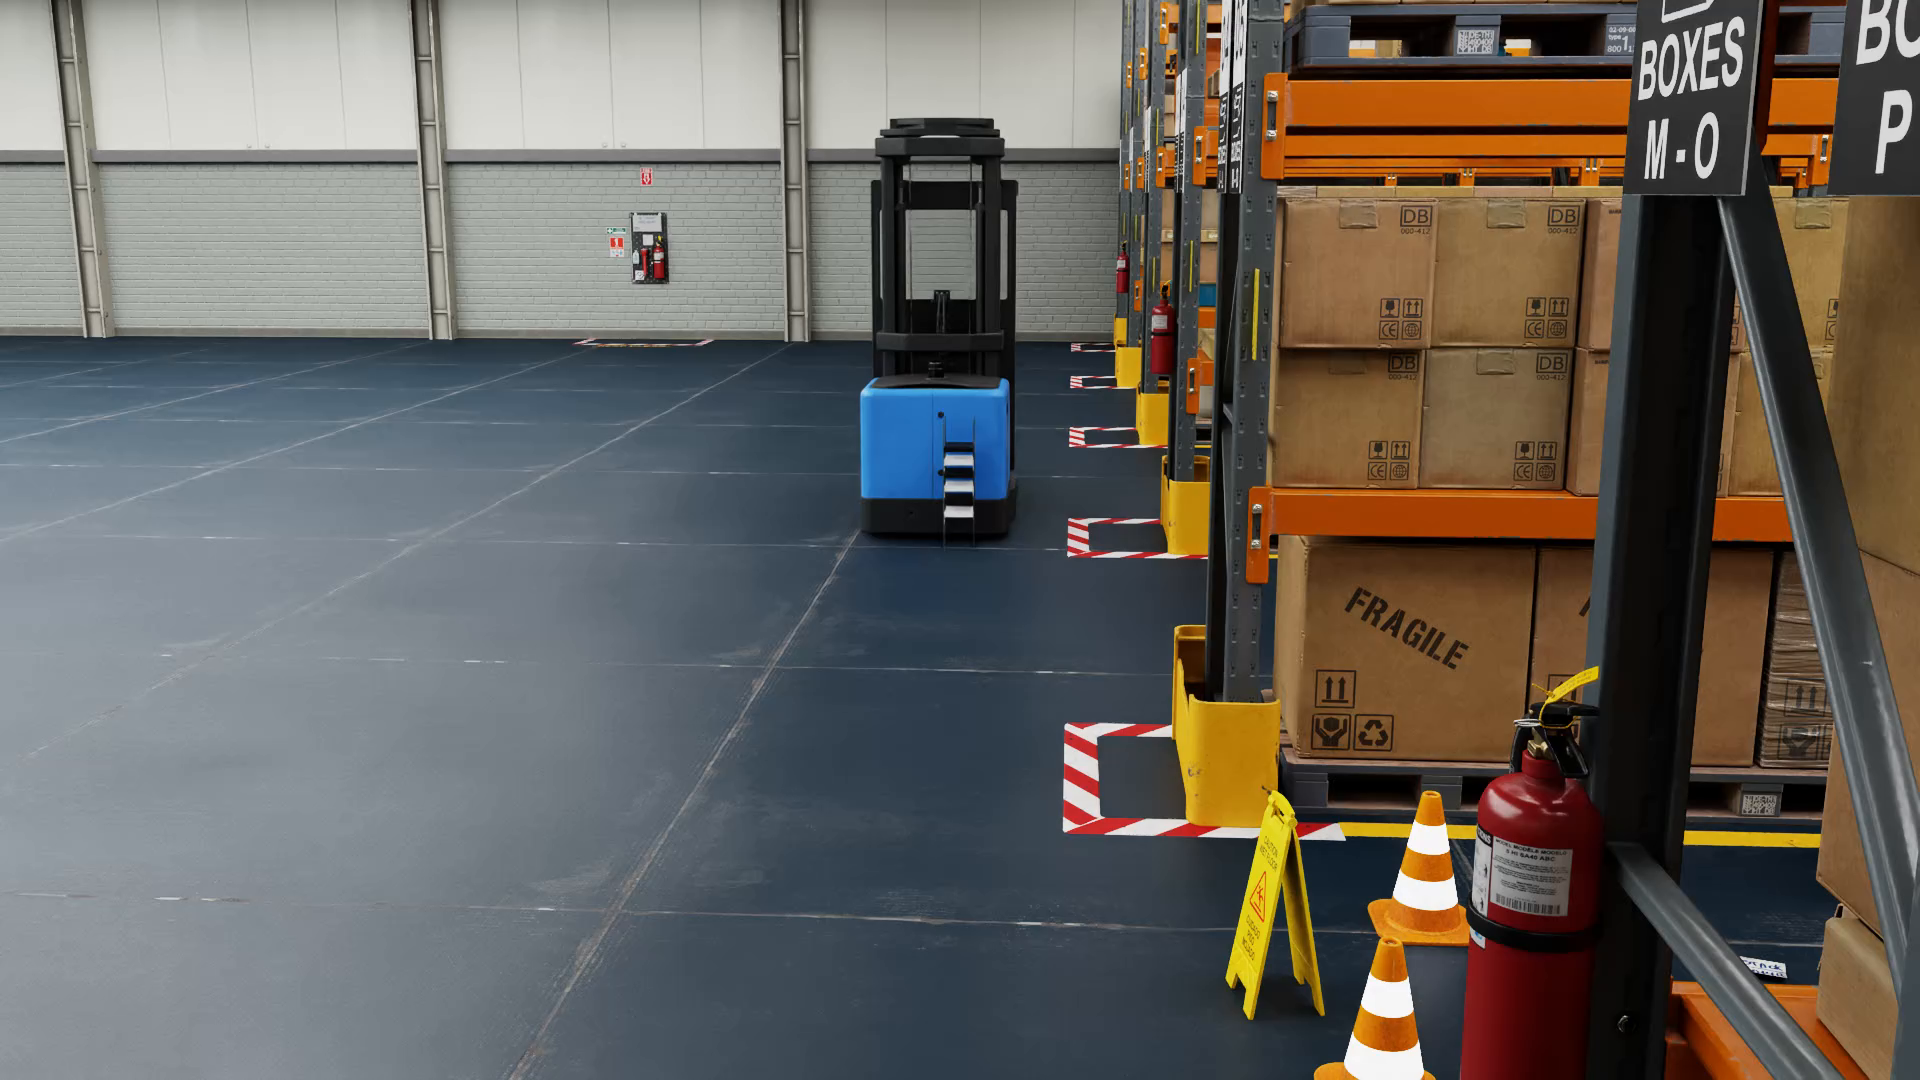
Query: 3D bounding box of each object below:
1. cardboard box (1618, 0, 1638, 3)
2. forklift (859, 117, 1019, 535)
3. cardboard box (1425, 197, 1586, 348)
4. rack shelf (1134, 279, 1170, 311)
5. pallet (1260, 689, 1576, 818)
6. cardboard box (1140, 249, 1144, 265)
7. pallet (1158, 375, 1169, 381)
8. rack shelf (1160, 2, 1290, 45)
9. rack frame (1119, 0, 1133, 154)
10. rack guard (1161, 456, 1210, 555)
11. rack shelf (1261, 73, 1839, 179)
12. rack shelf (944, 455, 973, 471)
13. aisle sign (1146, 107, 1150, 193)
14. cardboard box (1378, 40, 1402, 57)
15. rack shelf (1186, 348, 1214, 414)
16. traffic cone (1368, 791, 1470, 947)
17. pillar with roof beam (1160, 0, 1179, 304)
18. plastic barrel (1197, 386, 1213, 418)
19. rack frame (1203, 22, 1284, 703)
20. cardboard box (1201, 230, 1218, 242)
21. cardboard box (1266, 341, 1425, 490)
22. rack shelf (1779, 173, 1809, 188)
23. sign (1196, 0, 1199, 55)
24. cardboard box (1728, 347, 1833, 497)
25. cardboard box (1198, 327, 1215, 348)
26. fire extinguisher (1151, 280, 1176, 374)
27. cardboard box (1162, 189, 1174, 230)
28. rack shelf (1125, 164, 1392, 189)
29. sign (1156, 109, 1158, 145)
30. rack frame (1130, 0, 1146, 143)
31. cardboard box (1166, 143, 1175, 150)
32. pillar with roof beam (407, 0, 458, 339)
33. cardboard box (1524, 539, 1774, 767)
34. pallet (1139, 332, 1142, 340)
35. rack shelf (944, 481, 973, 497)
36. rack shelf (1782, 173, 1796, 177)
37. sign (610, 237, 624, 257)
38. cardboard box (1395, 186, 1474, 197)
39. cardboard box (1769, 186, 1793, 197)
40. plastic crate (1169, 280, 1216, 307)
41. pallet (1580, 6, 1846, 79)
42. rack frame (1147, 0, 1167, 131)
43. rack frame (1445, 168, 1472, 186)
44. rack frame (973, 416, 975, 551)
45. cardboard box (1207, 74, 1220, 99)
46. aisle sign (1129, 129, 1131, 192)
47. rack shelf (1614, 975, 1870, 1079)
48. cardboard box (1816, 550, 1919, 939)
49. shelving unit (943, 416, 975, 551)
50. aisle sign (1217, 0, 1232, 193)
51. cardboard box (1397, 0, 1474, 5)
[{"bbox_3d":[2.450,-1.990,5.971,0.250,0.149,0.380,1,12,4],"label":"cardboard box"},{"bbox_3d":[-0.108,-1.723,12.844,1.130,2.935,3.031,1,12,3],"label":"forklift"},{"bbox_3d":[2.044,-1.074,6.573,0.550,0.550,0.875,1,12,4],"label":"cardboard box"},{"bbox_3d":[4.215,-3.130,21.161,4.000,0.370,1.077,1,12,4],"label":"rack shelf"},{"bbox_3d":[1.924,0.886,7.016,1.213,0.211,1.003,1,12,4],"label":"pallet"},{"bbox_3d":[3.012,-4.386,25.728,0.500,0.250,0.500,0,12,2],"label":"cardboard box"},{"bbox_3d":[2.985,-2.143,21.495,1.213,0.211,1.003,1,12,4],"label":"pallet"},{"bbox_3d":[3.880,-4.859,15.751,4.000,0.370,1.077,1,12,4],"label":"rack shelf"},{"bbox_3d":[2.547,-7.458,25.443,0.127,3.000,1.000,1,12,4],"label":"rack frame"},{"bbox_3d":[1.629,-0.261,11.795,0.348,0.500,1.175,1,12,4],"label":"rack guard"},{"bbox_3d":[3.117,-1.562,6.342,4.000,0.370,1.077,1,12,4],"label":"rack shelf"},{"bbox_3d":[-0.005,-0.531,11.391,0.200,0.077,0.258,0,12,2],"label":"rack shelf"},{"bbox_3d":[1.793,-3.711,15.834,0.004,0.787,0.394,1,12,4],"label":"aisle sign"},{"bbox_3d":[3.017,-3.318,10.784,0.500,0.500,0.500,1,12,4],"label":"cardboard box"},{"bbox_3d":[3.549,-1.106,11.487,4.000,0.370,1.077,1,12,4],"label":"rack shelf"},{"bbox_3d":[1.556,1.065,5.545,0.334,0.463,0.336,1,12,4],"label":"traffic cone"},{"bbox_3d":[3.015,-6.745,22.037,0.400,9.000,9.100,1,12,4],"label":"pillar with roof beam"},{"bbox_3d":[2.546,-1.492,16.625,0.421,0.512,0.421,0,12,0],"label":"plastic barrel"},{"bbox_3d":[1.121,-0.474,6.707,0.127,3.000,1.000,1,12,4],"label":"rack frame"},{"bbox_3d":[3.109,-3.820,20.874,0.250,0.149,0.380,1,12,4],"label":"cardboard box"},{"bbox_3d":[1.495,-0.551,6.711,0.550,0.550,0.875,1,12,4],"label":"cardboard box"},{"bbox_3d":[12.197,-4.489,20.331,4.000,0.370,1.077,1,12,4],"label":"rack shelf"},{"bbox_3d":[1.518,-3.271,10.618,0.005,0.325,0.100,1,12,4],"label":"sign"},{"bbox_3d":[3.127,-0.516,6.543,0.500,0.550,0.875,1,12,4],"label":"cardboard box"},{"bbox_3d":[3.239,-2.677,21.097,0.500,0.500,0.500,1,12,4],"label":"cardboard box"},{"bbox_3d":[1.470,-1.543,12.010,0.183,0.674,0.296,1,12,4],"label":"fire extinguisher"},{"bbox_3d":[2.737,-4.184,21.029,0.500,0.500,0.700,1,12,4],"label":"cardboard box"},{"bbox_3d":[4.542,-5.610,25.692,4.000,0.370,1.077,1,12,4],"label":"rack shelf"},{"bbox_3d":[1.844,-3.858,15.536,0.005,0.325,0.100,1,12,4],"label":"sign"},{"bbox_3d":[2.219,-6.446,20.604,0.127,3.000,1.000,1,12,4],"label":"rack frame"},{"bbox_3d":[3.397,-5.978,25.401,0.500,0.500,0.500,2,12,8],"label":"cardboard box"},{"bbox_3d":[-8.958,-6.910,22.822,0.400,9.000,9.100,1,12,4],"label":"pillar with roof beam"},{"bbox_3d":[2.680,0.368,6.846,0.875,0.875,0.875,1,12,3],"label":"cardboard box"},{"bbox_3d":[3.431,-3.137,26.250,1.213,0.211,1.003,1,12,4],"label":"pallet"},{"bbox_3d":[-0.005,-0.354,11.427,0.200,0.077,0.258,0,12,2],"label":"rack shelf"},{"bbox_3d":[12.524,-5.501,25.169,4.000,0.370,1.077,1,12,4],"label":"rack shelf"},{"bbox_3d":[-5.692,-4.858,27.580,0.234,0.329,0.001,1,12,4],"label":"sign"},{"bbox_3d":[3.082,-2.092,11.028,0.500,0.500,0.500,1,12,4],"label":"cardboard box"},{"bbox_3d":[5.077,-2.065,10.900,0.500,0.500,0.500,1,12,4],"label":"cardboard box"},{"bbox_3d":[2.404,-2.479,16.656,0.616,0.251,0.499,1,12,4],"label":"plastic crate"},{"bbox_3d":[3.083,-1.874,6.293,1.213,0.211,1.003,1,12,4],"label":"pallet"},{"bbox_3d":[1.885,-5.434,15.767,0.127,3.000,1.000,1,12,4],"label":"rack frame"},{"bbox_3d":[6.210,-3.455,20.957,0.127,3.000,1.000,1,12,4],"label":"rack frame"},{"bbox_3d":[0.097,-0.386,11.417,0.006,0.900,0.240,0,12,2],"label":"rack frame"},{"bbox_3d":[1.852,-3.136,11.498,0.250,0.149,0.380,1,12,4],"label":"cardboard box"},{"bbox_3d":[2.173,-4.843,21.244,0.004,0.787,0.394,1,12,4],"label":"aisle sign"},{"bbox_3d":[2.887,0.918,1.809,4.000,0.370,1.077,1,12,4],"label":"rack shelf"},{"bbox_3d":[1.451,0.296,2.059,0.500,0.500,0.500,1,12,3],"label":"cardboard box"},{"bbox_3d":[-0.005,-0.387,11.421,0.210,0.900,0.258,0,12,2],"label":"shelving unit"},{"bbox_3d":[1.071,-1.808,6.738,0.004,0.787,0.394,1,12,4],"label":"aisle sign"},{"bbox_3d":[1.696,-2.000,6.021,0.250,0.149,0.380,1,12,4],"label":"cardboard box"}]
